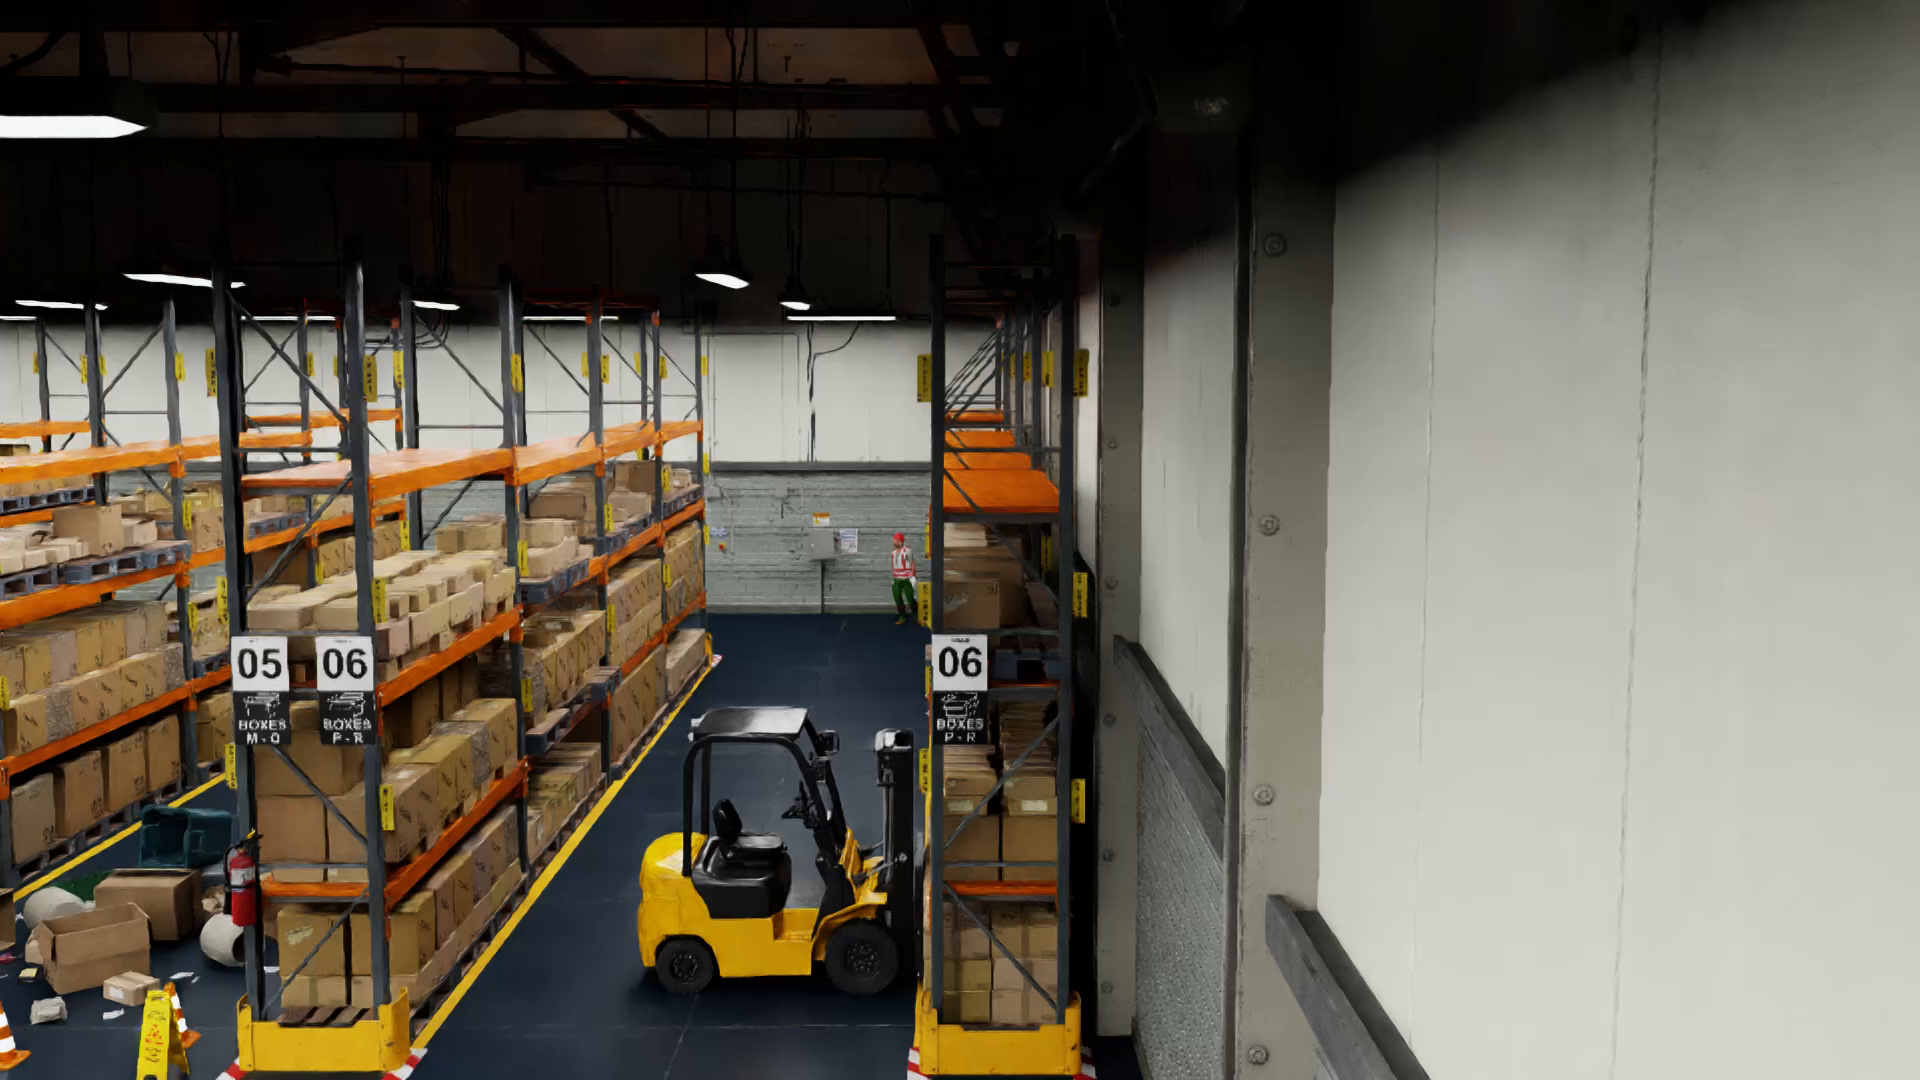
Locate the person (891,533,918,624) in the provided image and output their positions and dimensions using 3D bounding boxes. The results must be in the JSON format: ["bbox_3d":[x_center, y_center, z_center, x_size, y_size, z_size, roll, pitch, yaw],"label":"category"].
[{"bbox_3d":[-1.054,0.735,32.185,0.583,1.775,0.579,4,8,35],"label":"person"}]
